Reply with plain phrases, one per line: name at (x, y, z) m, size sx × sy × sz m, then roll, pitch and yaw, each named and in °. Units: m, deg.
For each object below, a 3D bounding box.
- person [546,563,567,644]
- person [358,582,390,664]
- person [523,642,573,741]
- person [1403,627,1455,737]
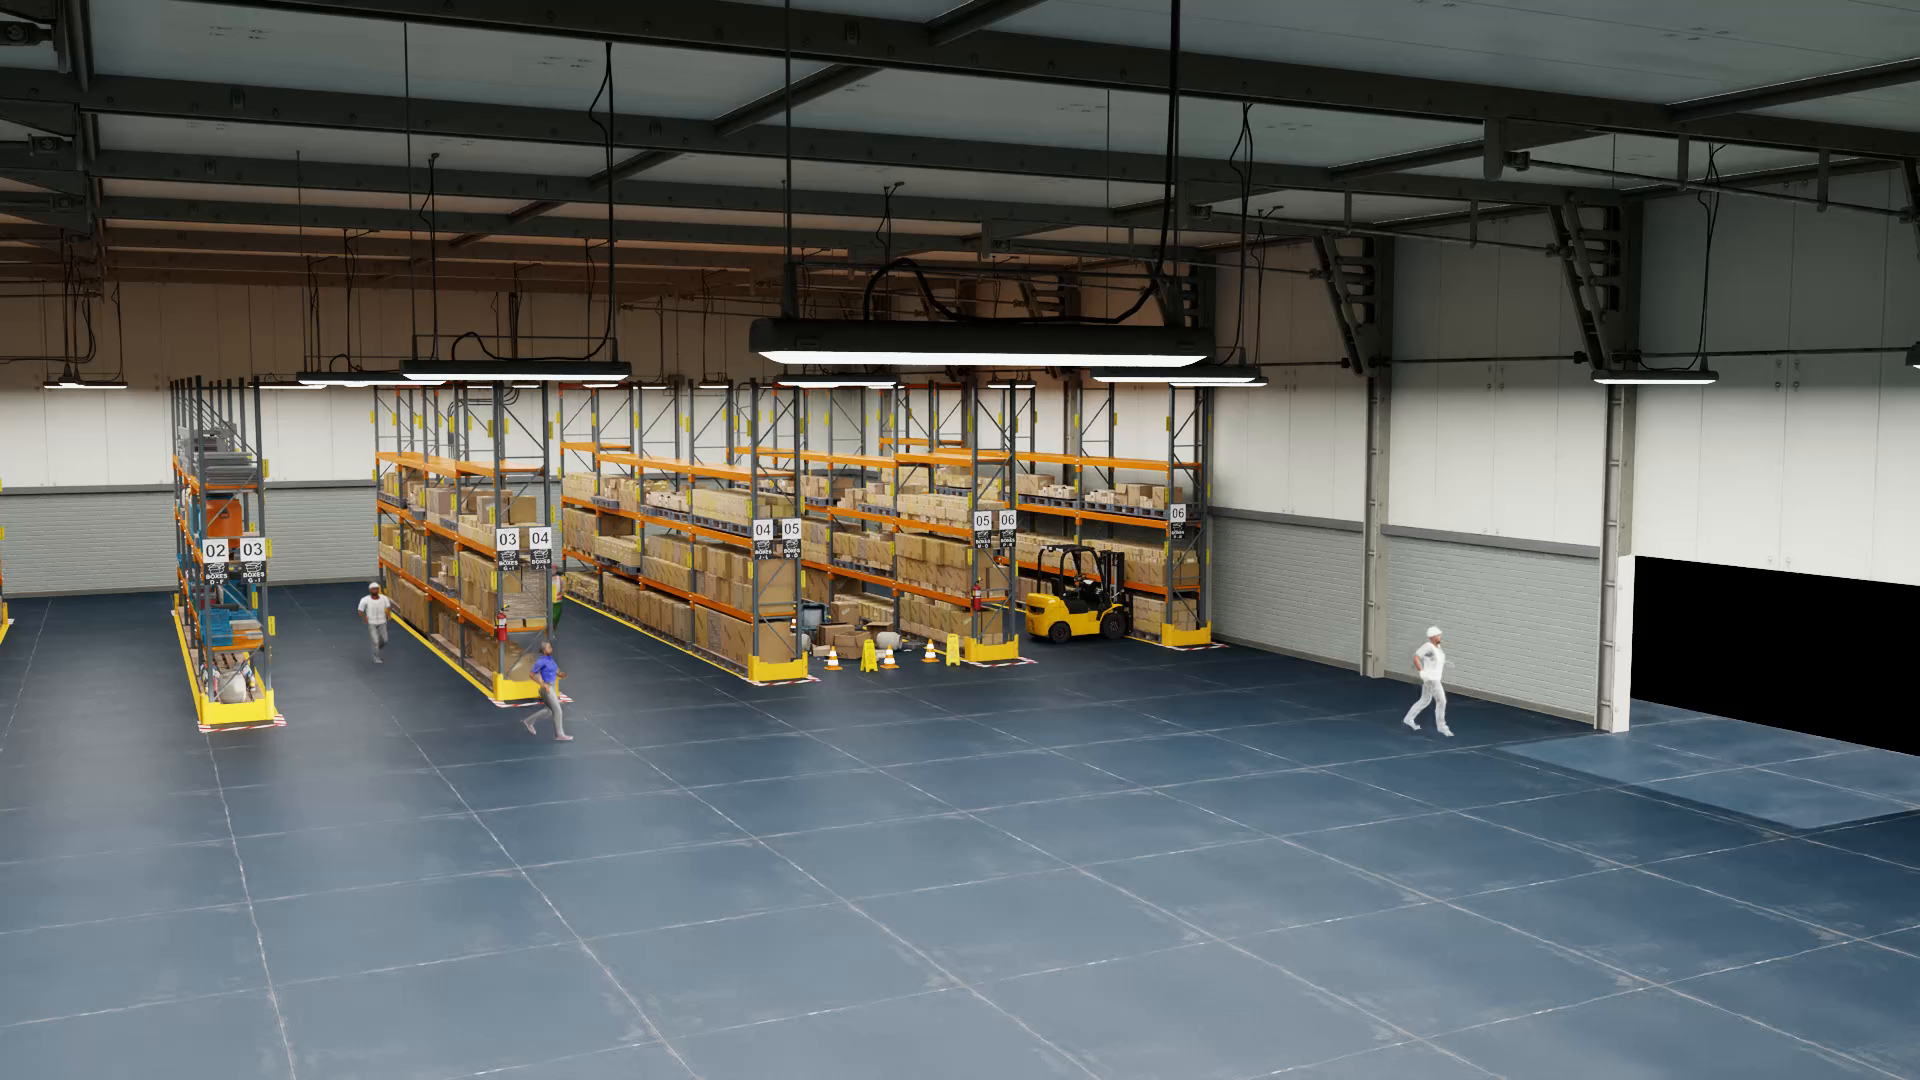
person at (-9.302, 1.450, 38.054) m, size 0.642 × 1.827 × 0.747 m, roll -4°, pitch 7°, yaw -39°
person at (-12.307, 1.748, 35.034) m, size 0.679 × 1.719 × 0.576 m, roll -3°, pitch 6°, yaw -34°
person at (-6.784, 2.475, 27.302) m, size 0.852 × 1.626 × 0.587 m, roll 0°, pitch 5°, yaw 5°
person at (7.876, 2.353, 27.853) m, size 0.860 × 1.817 × 0.668 m, roll 2°, pitch 5°, yaw 20°
